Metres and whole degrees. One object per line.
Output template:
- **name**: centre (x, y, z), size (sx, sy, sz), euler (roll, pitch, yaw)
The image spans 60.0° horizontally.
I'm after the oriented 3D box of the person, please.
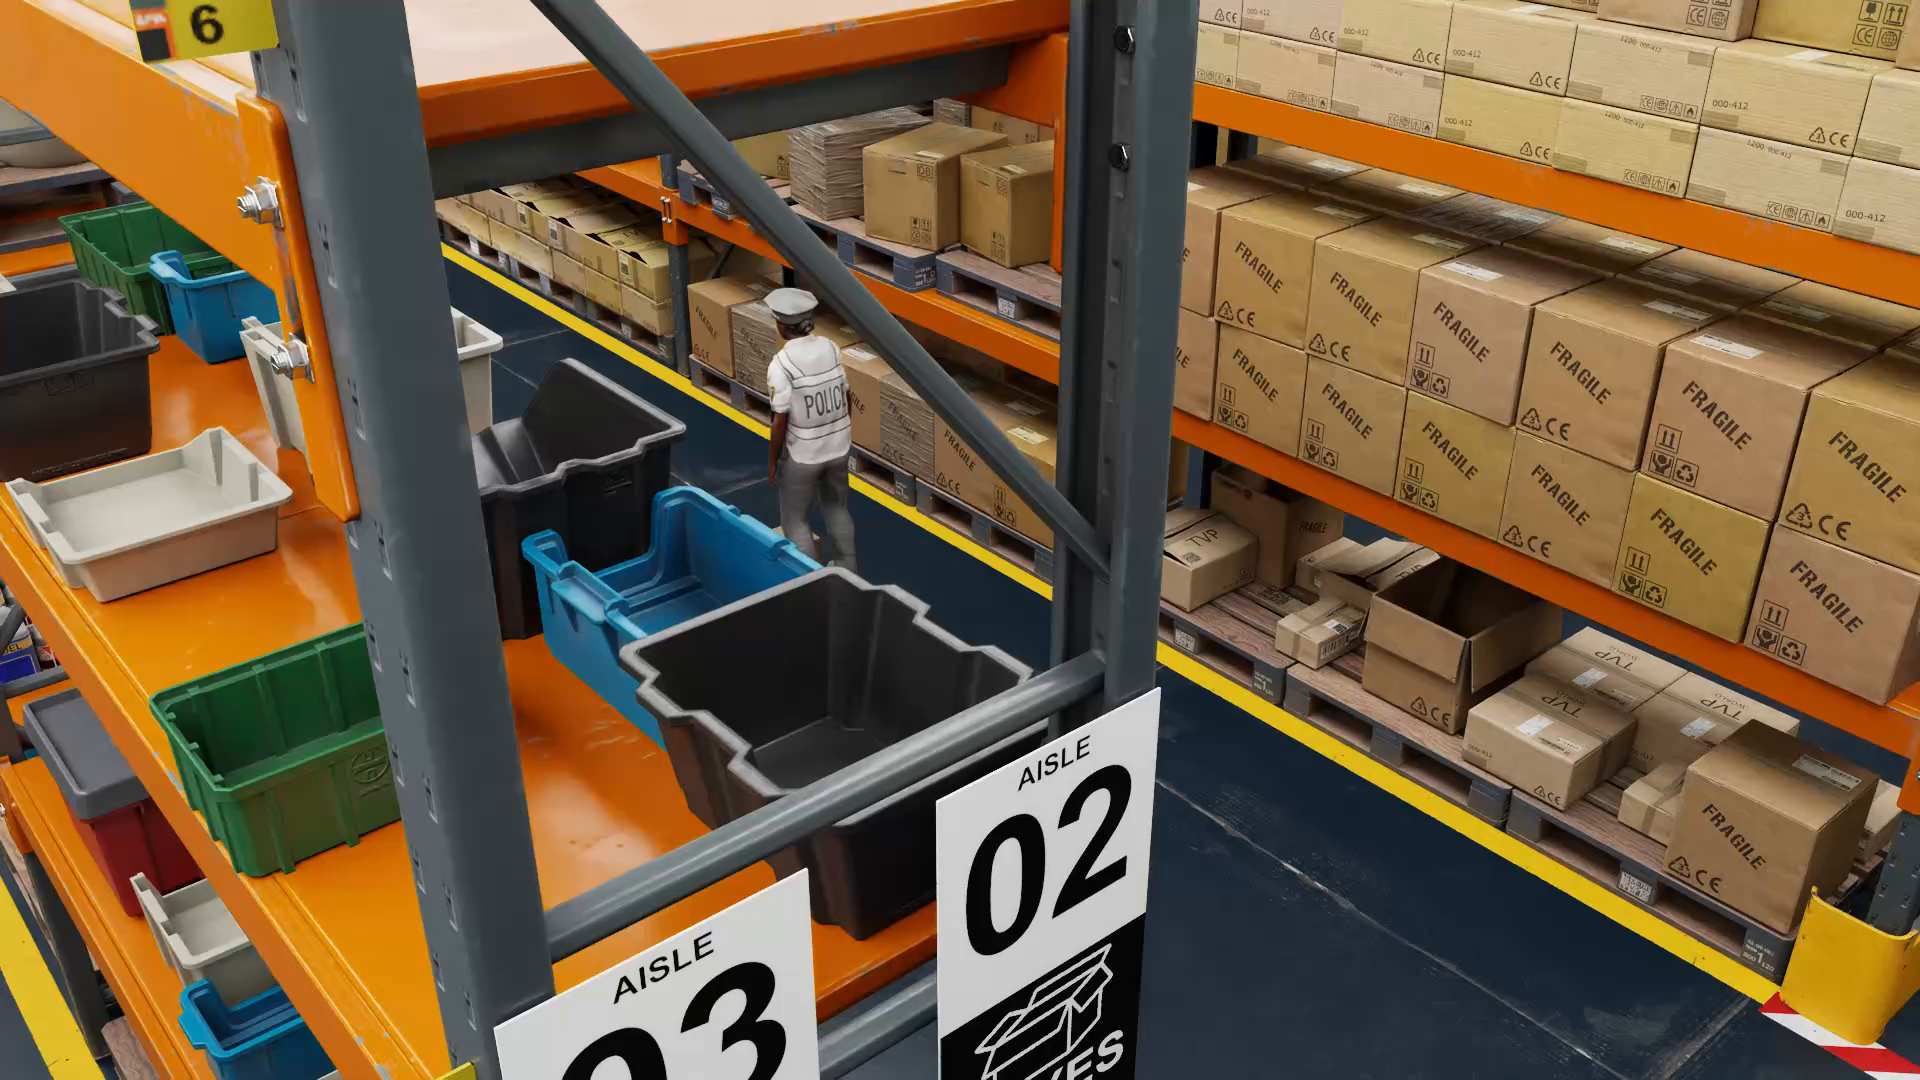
- **person**: centre (-0.757, -0.451, 8.461), size (0.512, 1.657, 0.399), euler (-22, 35, -35)
